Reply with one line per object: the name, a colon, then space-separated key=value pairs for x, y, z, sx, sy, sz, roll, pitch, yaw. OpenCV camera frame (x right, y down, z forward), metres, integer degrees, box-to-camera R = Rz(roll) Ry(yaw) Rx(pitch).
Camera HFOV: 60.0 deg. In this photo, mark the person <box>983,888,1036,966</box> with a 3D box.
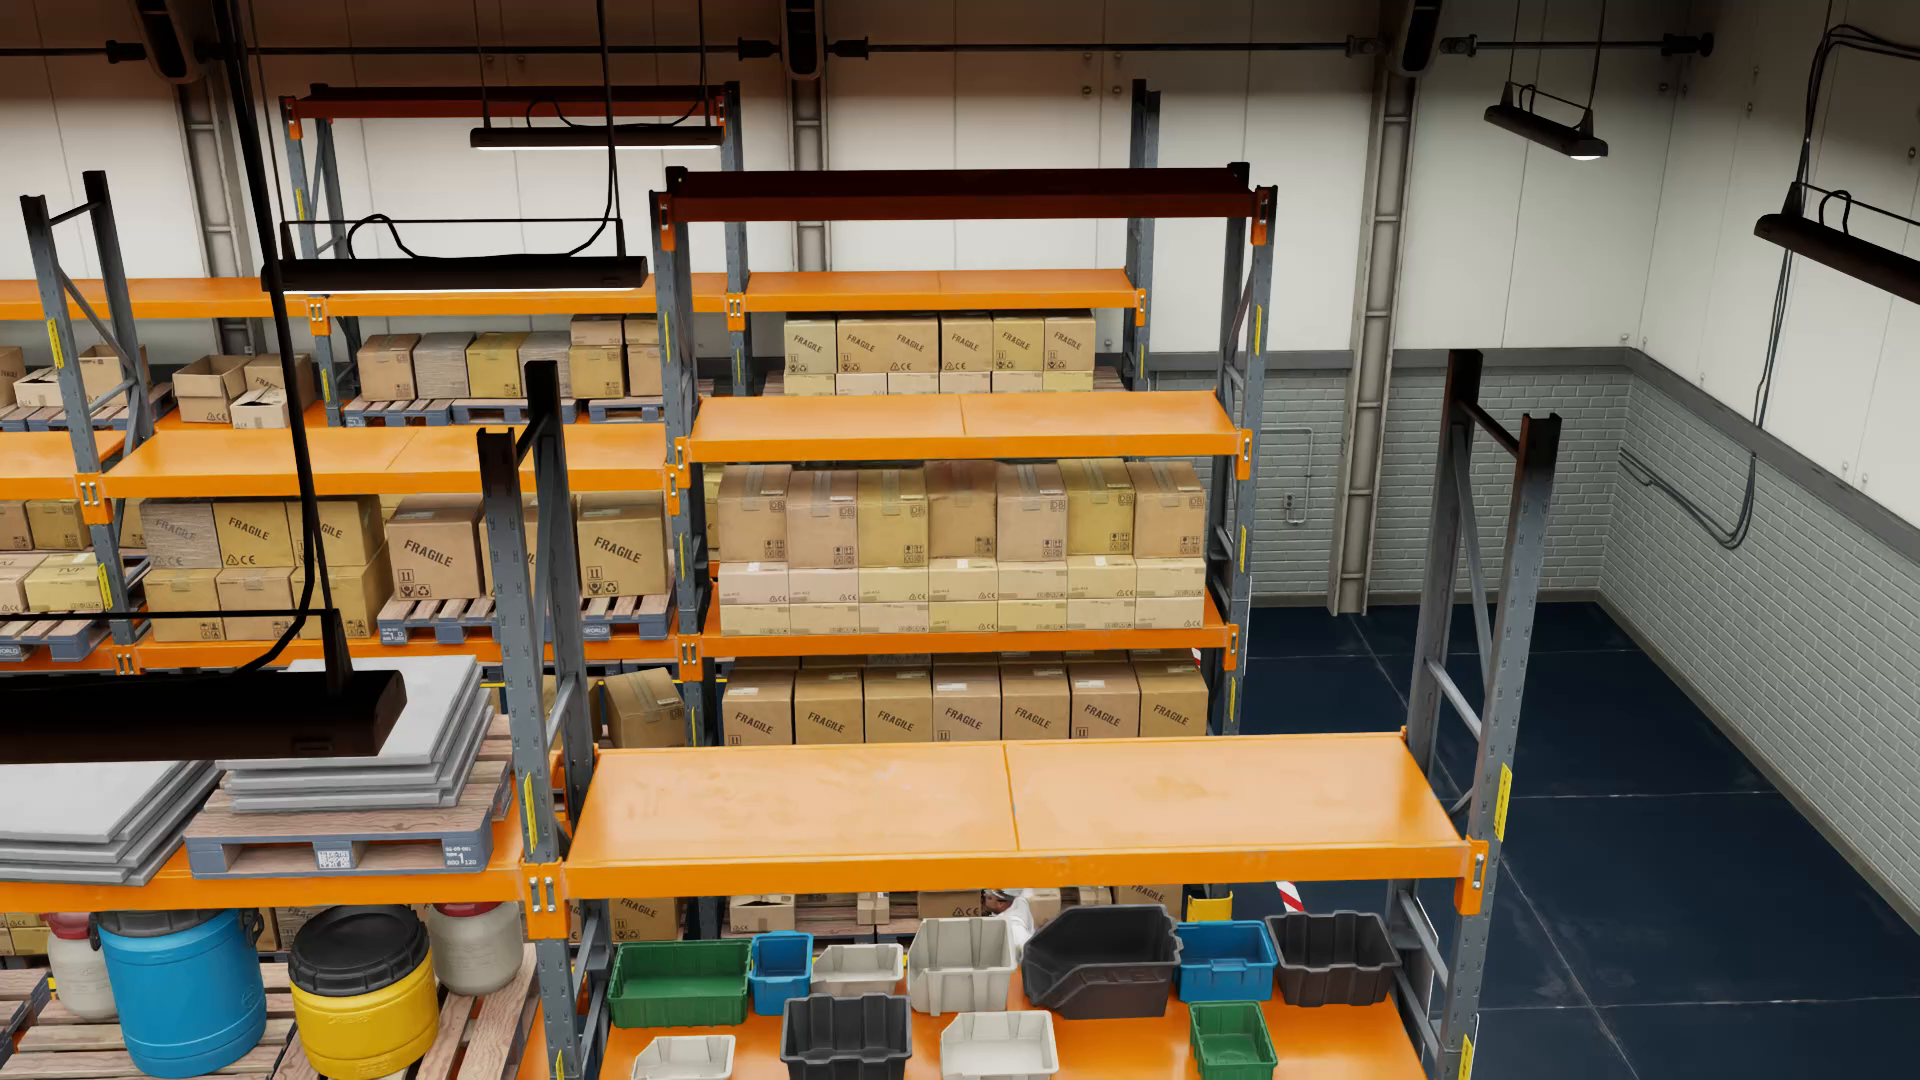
person: x=0.453 y=3.035 z=11.450 sx=0.732 sy=1.690 sz=0.693 roll=2 pitch=22 yaw=5
